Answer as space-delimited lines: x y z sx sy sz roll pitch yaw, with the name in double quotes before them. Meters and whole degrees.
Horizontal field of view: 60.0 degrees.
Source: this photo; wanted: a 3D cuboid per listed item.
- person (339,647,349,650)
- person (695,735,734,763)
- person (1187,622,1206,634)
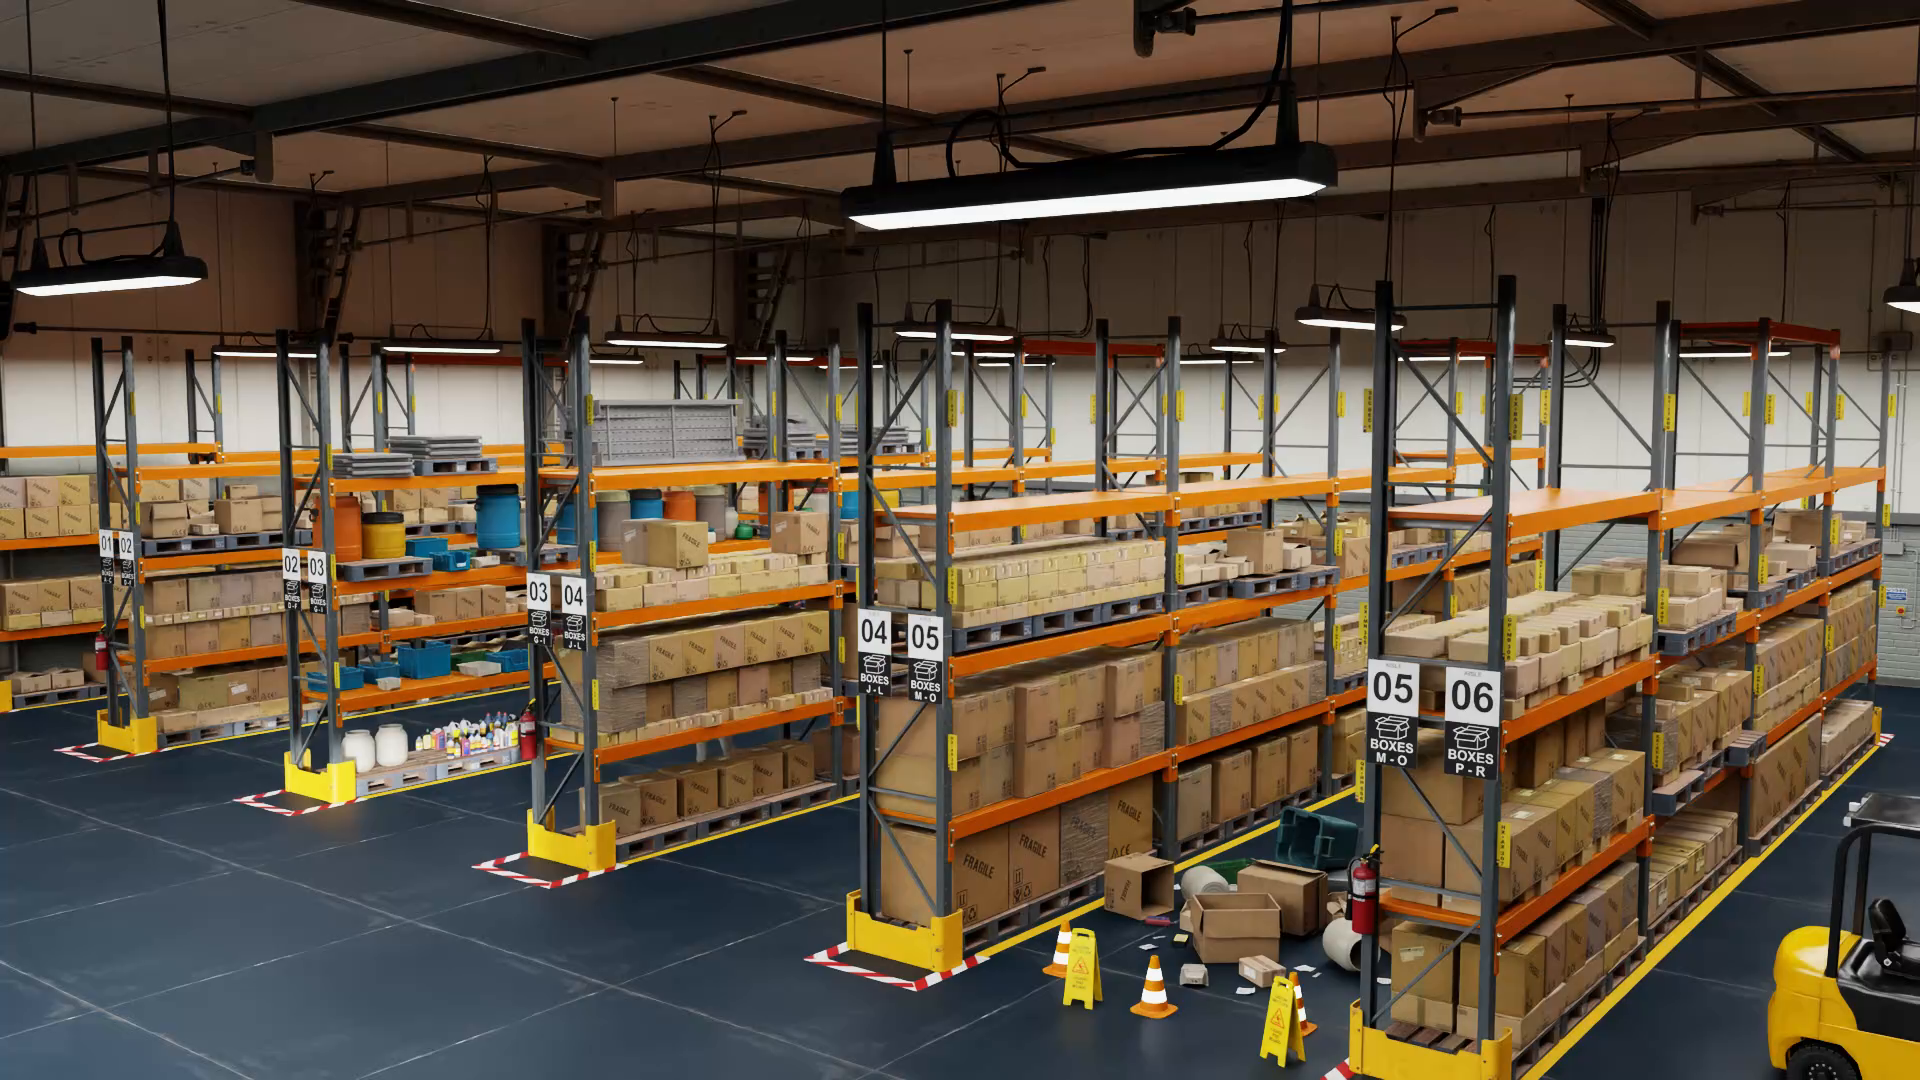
"person" -10.686 1.839 29.039 0.523 1.625 0.640 3 6 27
"person" -3.297 2.407 22.303 0.541 1.674 0.699 2 6 26
"person" 3.711 2.017 26.273 0.586 1.719 1.084 3 6 34
